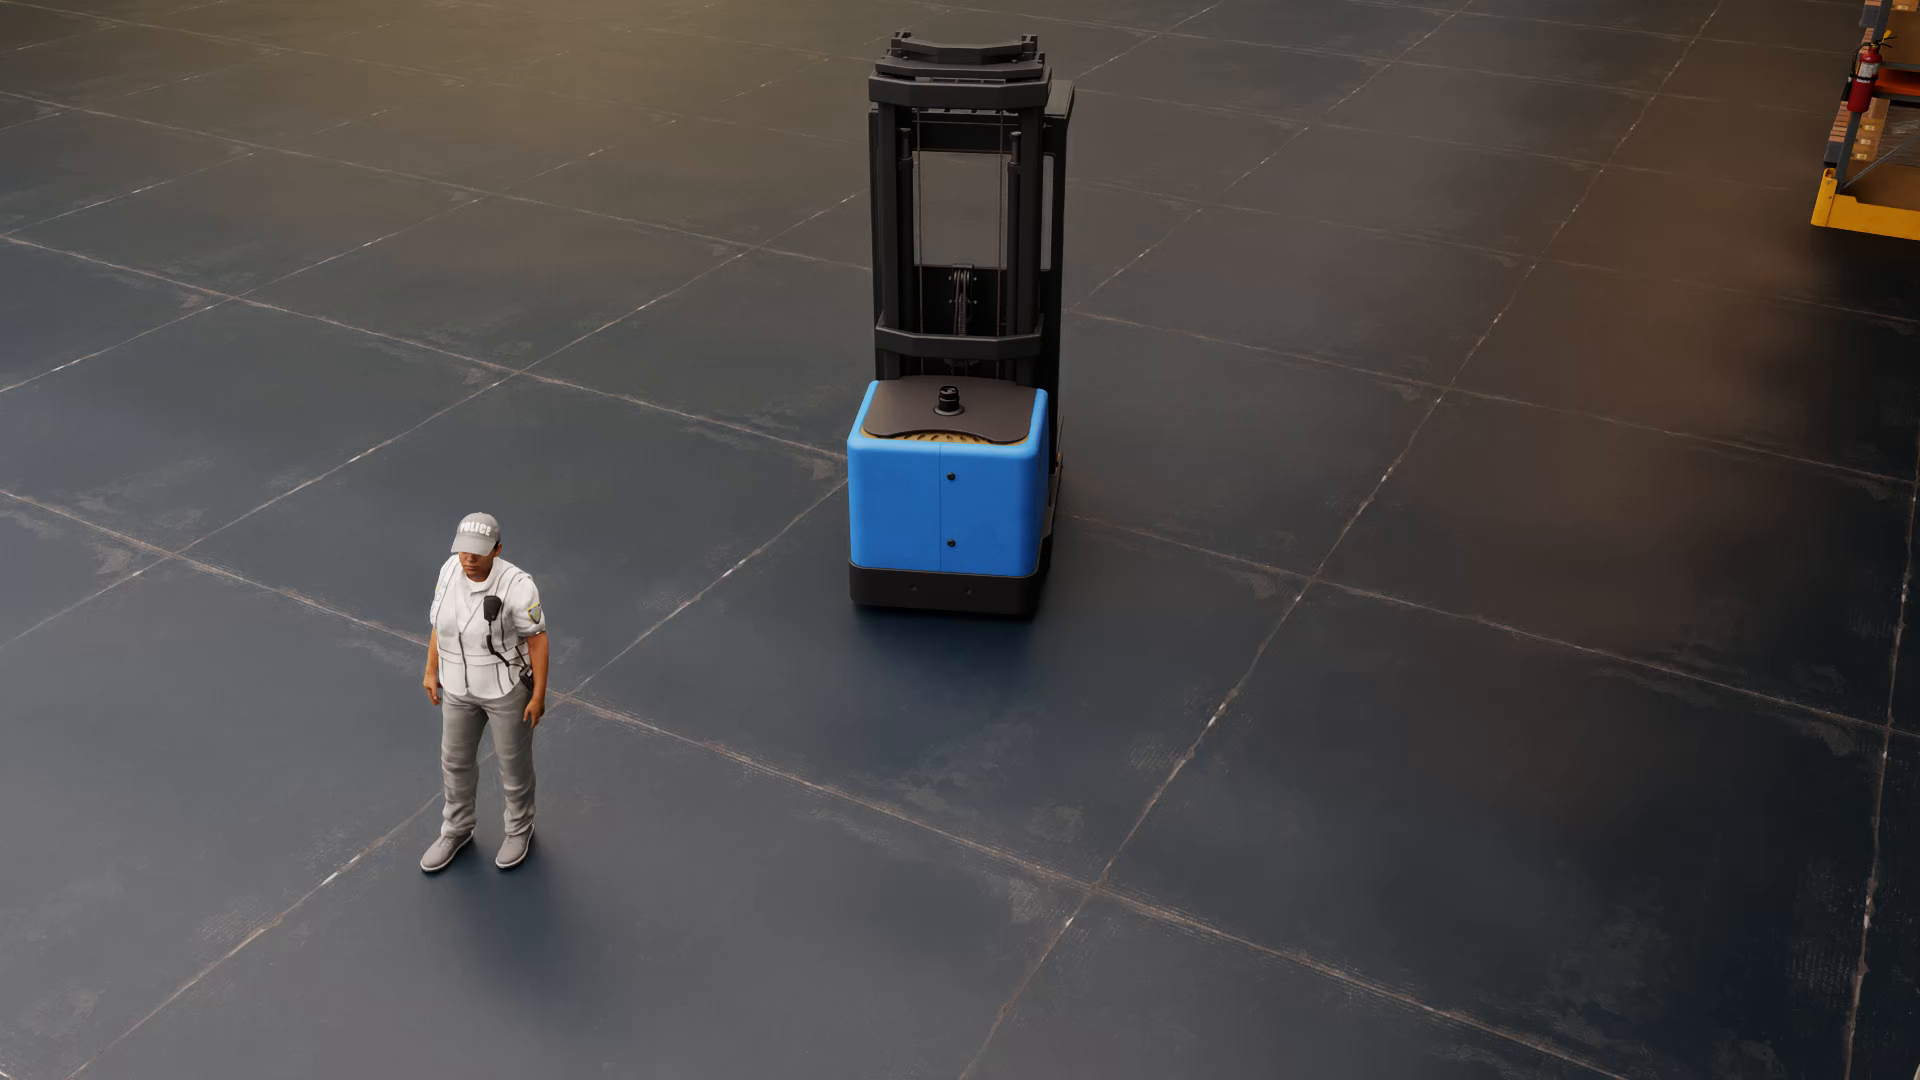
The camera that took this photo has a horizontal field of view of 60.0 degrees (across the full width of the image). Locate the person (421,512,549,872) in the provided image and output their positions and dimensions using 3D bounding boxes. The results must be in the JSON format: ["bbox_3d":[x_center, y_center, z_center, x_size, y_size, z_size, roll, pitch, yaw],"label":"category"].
[{"bbox_3d":[-2.076,0.668,7.161,0.598,1.669,0.529,8,31,13],"label":"person"}]

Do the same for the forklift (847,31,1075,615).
[{"bbox_3d":[0.072,-1.572,9.794,1.130,2.935,3.031,3,30,6],"label":"forklift"}]
